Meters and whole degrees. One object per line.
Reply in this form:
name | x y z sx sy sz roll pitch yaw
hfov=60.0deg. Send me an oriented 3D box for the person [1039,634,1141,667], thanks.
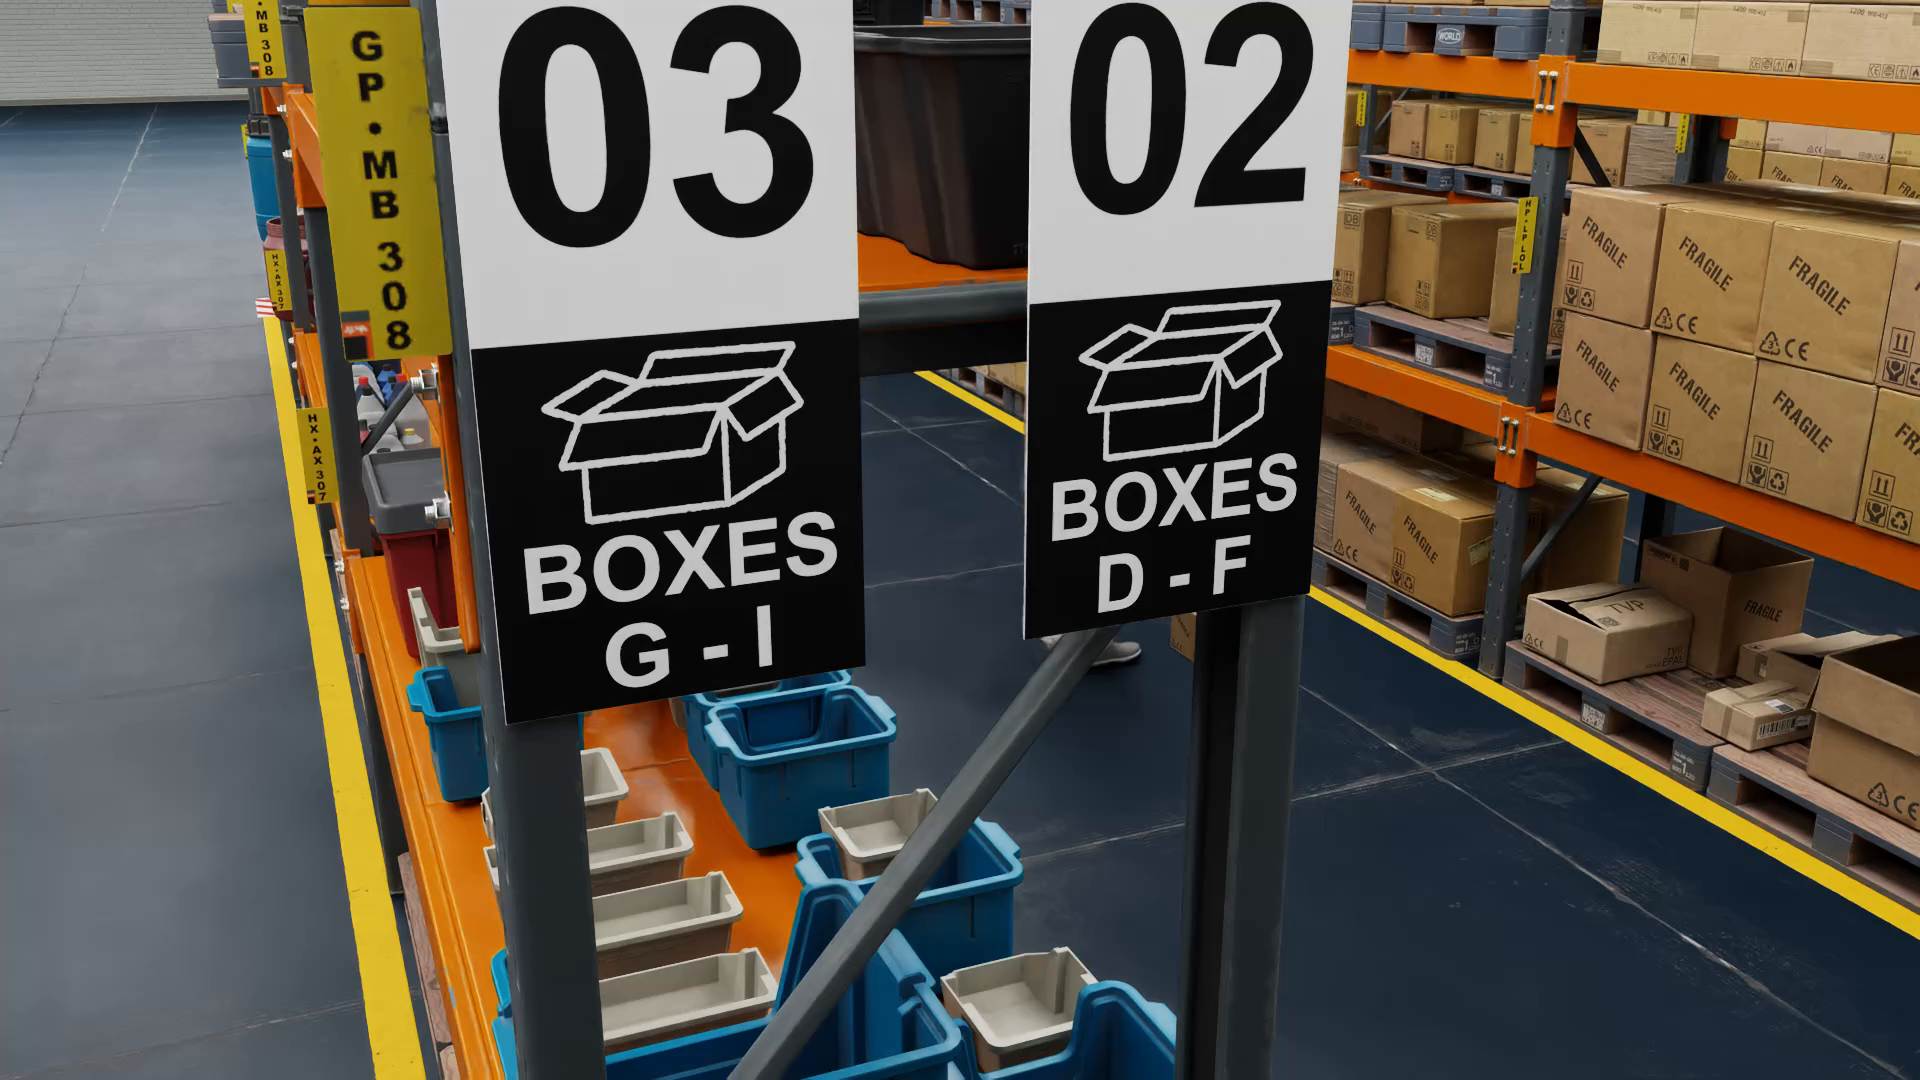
person | 0.599 -0.193 7.594 0.725 1.735 0.548 -14 23 -35
